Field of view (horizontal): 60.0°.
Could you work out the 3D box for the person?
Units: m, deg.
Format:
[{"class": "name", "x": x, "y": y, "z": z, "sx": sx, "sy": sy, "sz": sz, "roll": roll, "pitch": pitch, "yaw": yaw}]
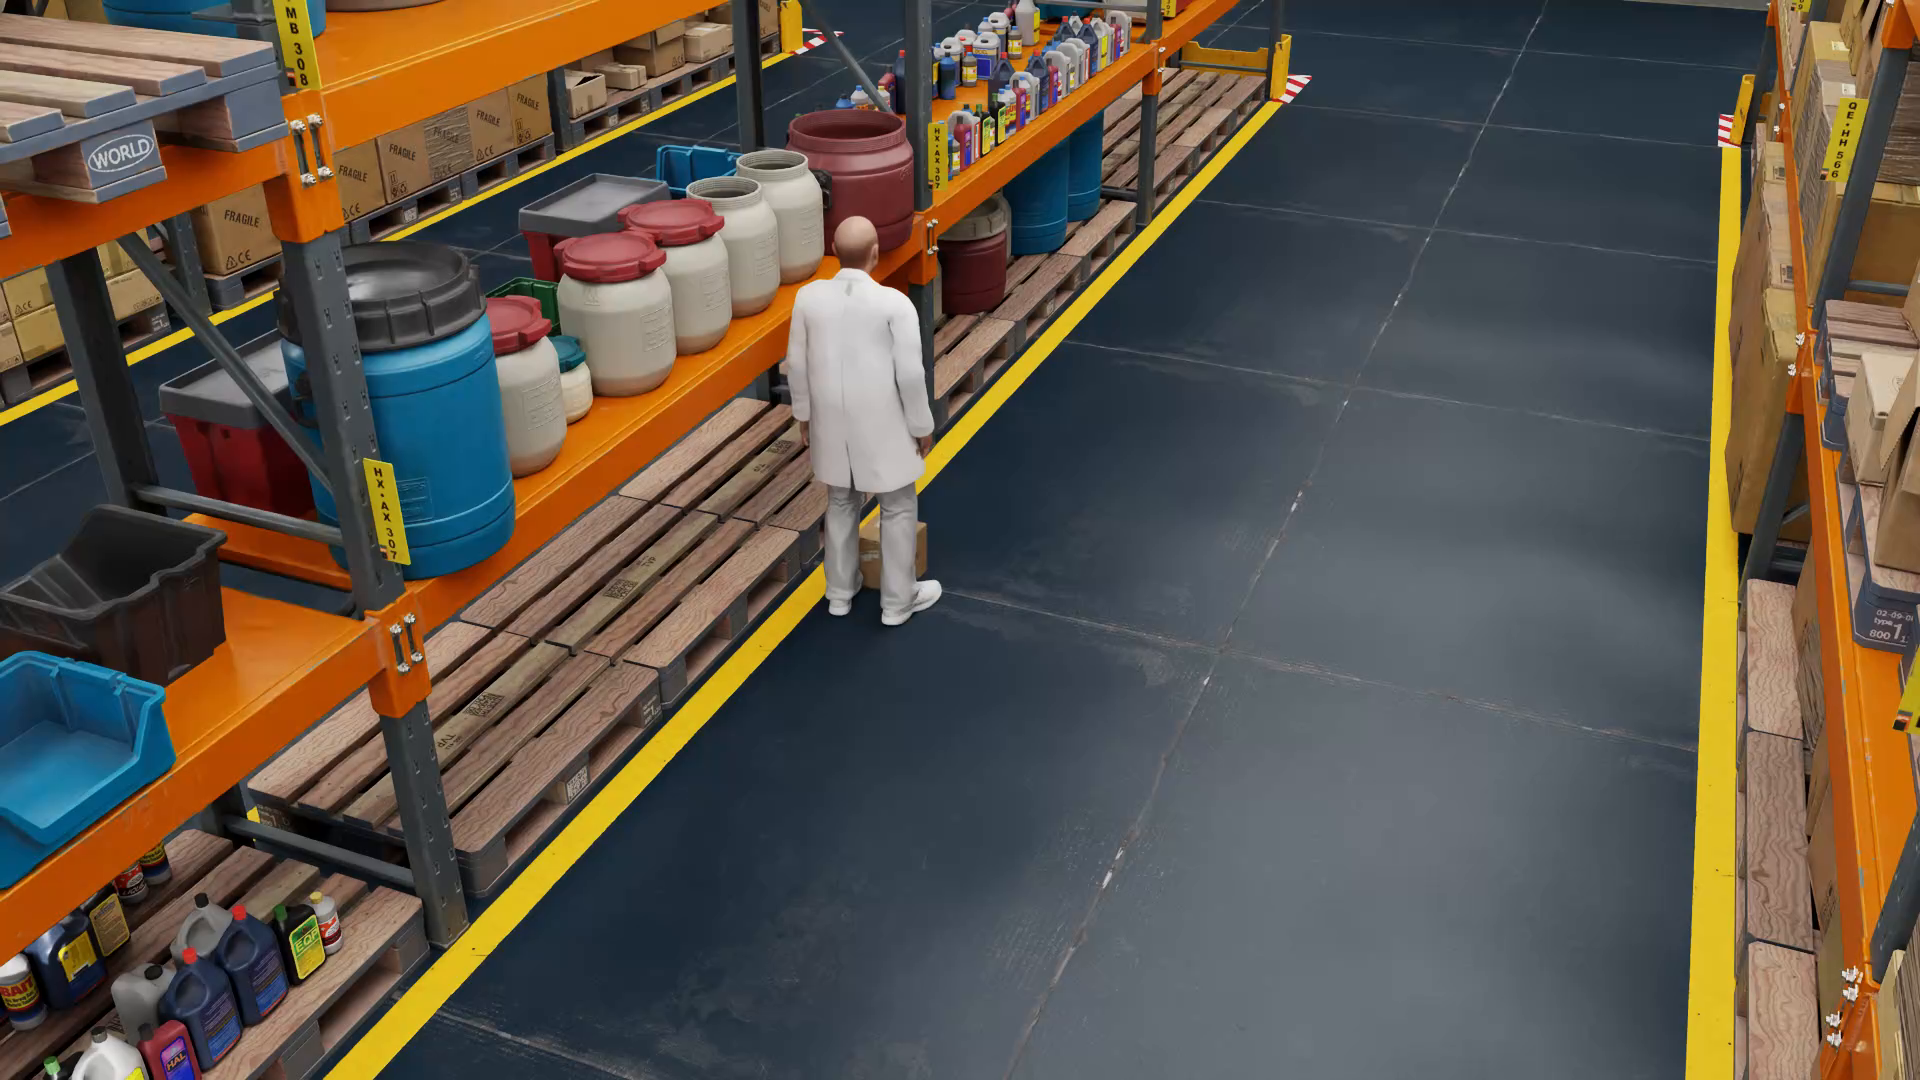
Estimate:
[{"class": "person", "x": -0.411, "y": -0.488, "z": 7.015, "sx": 0.637, "sy": 1.773, "sz": 0.428, "roll": 10, "pitch": 31, "yaw": 17}]
